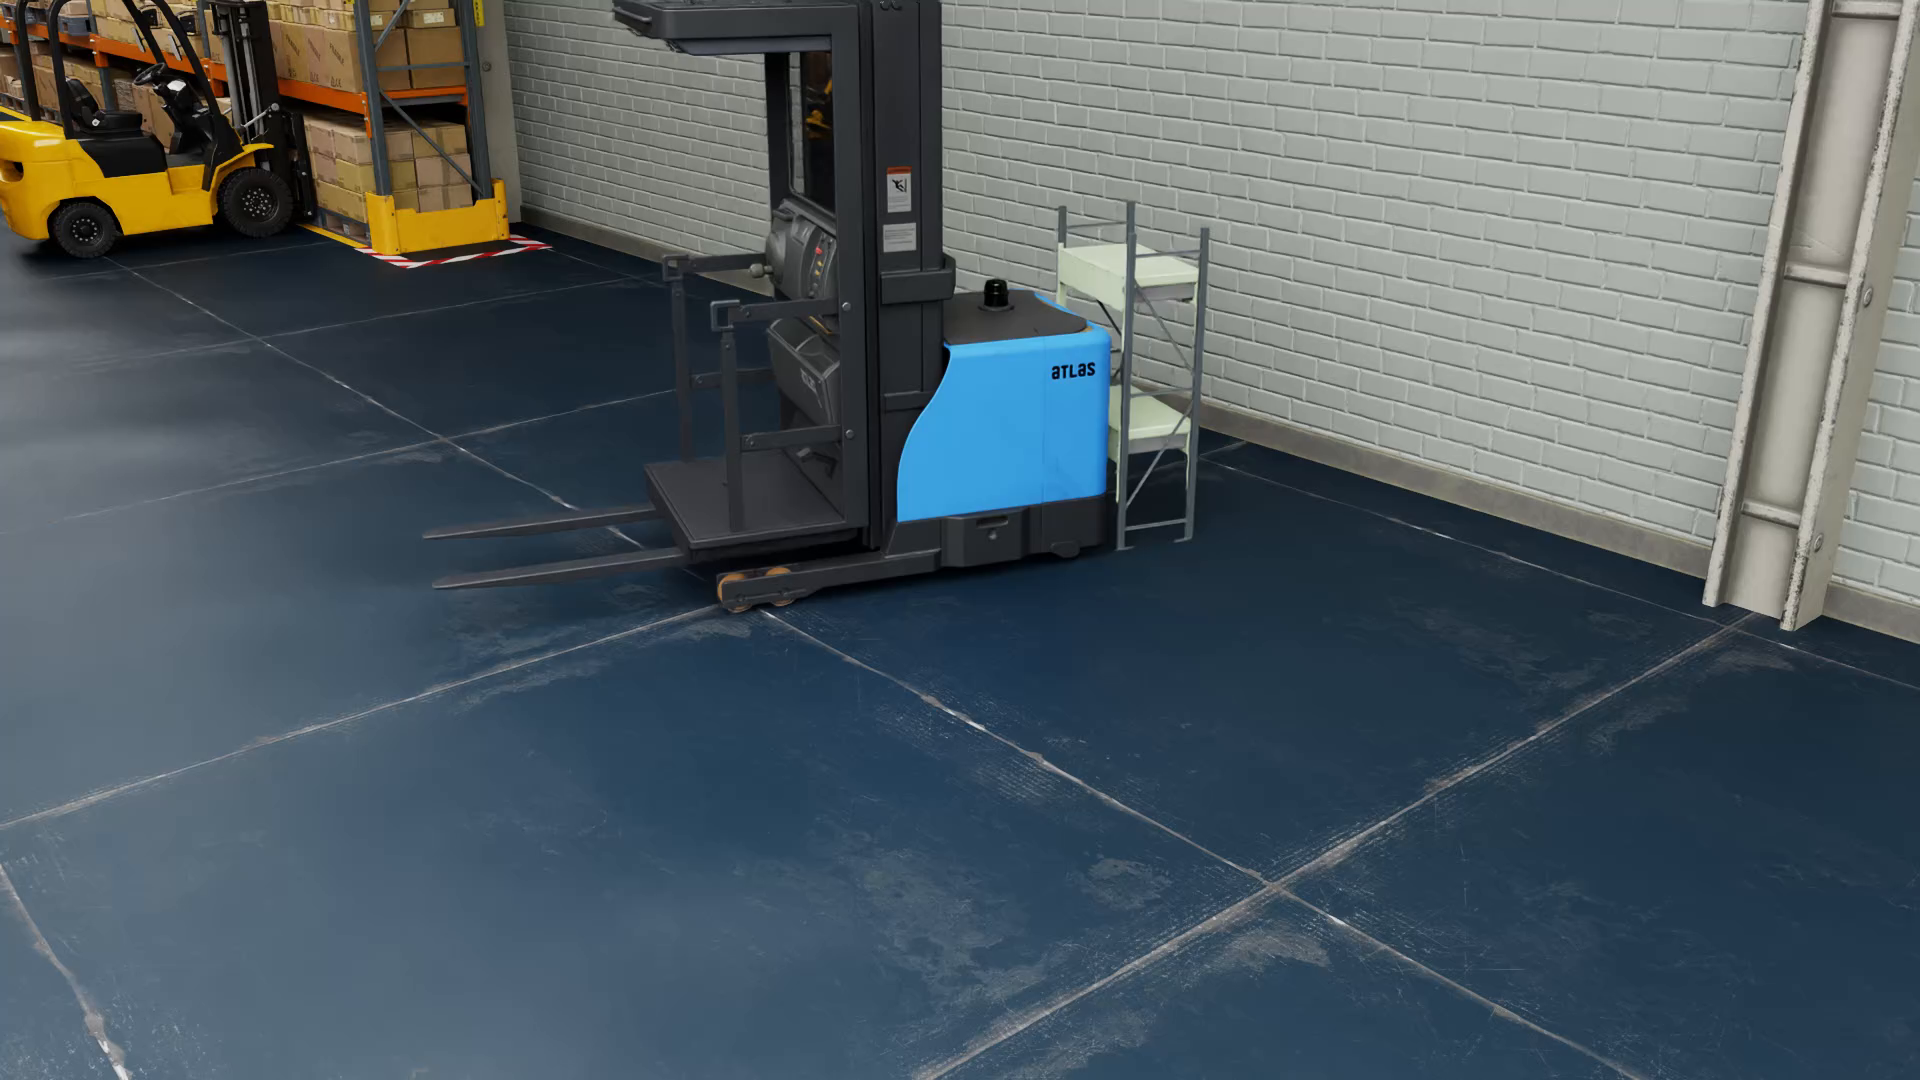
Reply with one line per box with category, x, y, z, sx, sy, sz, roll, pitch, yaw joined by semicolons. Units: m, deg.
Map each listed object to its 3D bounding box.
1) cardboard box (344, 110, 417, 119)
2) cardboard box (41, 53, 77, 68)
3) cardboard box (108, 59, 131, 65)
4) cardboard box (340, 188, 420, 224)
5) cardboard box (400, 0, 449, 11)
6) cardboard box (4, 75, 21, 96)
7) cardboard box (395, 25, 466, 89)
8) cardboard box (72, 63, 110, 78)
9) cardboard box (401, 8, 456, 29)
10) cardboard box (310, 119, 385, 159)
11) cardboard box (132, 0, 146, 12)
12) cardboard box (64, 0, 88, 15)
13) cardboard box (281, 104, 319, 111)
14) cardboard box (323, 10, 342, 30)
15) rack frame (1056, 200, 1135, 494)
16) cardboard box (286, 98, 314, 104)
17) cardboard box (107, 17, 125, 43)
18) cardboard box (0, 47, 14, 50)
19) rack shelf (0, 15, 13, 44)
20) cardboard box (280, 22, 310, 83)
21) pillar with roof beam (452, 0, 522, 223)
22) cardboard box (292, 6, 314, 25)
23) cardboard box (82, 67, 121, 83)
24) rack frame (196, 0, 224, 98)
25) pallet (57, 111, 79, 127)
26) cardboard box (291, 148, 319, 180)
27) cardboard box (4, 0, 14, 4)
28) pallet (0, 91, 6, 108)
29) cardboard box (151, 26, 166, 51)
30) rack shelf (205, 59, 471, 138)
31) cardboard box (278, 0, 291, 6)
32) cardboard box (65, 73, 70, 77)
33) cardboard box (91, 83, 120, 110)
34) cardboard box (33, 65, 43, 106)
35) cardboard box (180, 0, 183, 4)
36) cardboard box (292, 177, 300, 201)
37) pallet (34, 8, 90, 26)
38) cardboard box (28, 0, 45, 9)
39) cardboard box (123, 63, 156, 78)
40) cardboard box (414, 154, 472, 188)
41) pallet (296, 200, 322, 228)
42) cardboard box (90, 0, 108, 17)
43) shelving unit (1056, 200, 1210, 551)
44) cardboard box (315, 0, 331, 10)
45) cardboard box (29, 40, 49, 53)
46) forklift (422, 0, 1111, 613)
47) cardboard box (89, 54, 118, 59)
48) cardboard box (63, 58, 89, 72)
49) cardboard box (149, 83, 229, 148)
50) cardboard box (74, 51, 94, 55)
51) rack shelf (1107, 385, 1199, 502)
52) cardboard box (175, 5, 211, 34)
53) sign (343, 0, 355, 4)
cardboard box;-5.389;-3.847;15.516;0.500;0.250;0.500;-18;27;-38
cardboard box;-11.956;-6.371;22.099;0.380;0.149;0.250;-19;28;-40
cardboard box;-10.782;-6.117;21.451;0.380;0.149;0.250;-17;27;-37
cardboard box;-5.117;-2.980;14.674;0.500;0.250;0.500;-17;27;-37
cardboard box;-4.628;-4.641;14.286;0.380;0.149;0.250;-18;28;-38
cardboard box;-13.223;-6.431;23.463;0.396;0.266;0.258;-16;27;-36
cardboard box;-4.684;-4.260;14.610;0.500;0.500;0.500;-16;27;-36
cardboard box;-10.949;-5.934;20.984;0.380;0.149;0.250;-18;28;-38
cardboard box;-4.596;-4.514;14.370;0.380;0.149;0.250;-18;28;-39
cardboard box;-5.446;-3.584;14.844;0.500;0.250;0.500;-17;27;-36
cardboard box;-8.682;-5.780;18.149;0.500;0.250;0.500;-17;27;-37
cardboard box;-10.513;-6.389;19.953;0.380;0.149;0.250;-17;27;-36
cardboard box;-6.444;-4.010;15.931;0.500;0.250;0.500;-16;27;-36
cardboard box;-5.199;-4.452;14.210;0.380;0.149;0.250;-17;27;-37
rack frame;0.661;-0.924;8.287;0.400;1.500;0.023;-8;23;-20
cardboard box;-6.372;-4.270;16.596;0.500;0.250;0.500;-18;28;-38
cardboard box;-9.364;-5.830;18.961;0.500;0.250;0.500;-18;28;-39
cardboard box;-14.159;-7.026;24.660;0.700;0.500;0.500;-16;27;-35
rack shelf;-13.710;-7.543;24.117;1.077;0.370;4.000;-17;27;-37
cardboard box;-5.758;-4.417;15.012;0.500;0.500;0.500;-18;28;-38
pillar with roof beam;-7.604;-6.186;11.438;9.100;9.000;0.400;-17;27;-37
cardboard box;-5.685;-4.672;14.772;0.380;0.149;0.250;-19;28;-39
cardboard box;-10.509;-5.698;20.382;0.380;0.149;0.250;-19;28;-40
rack frame;-7.182;-5.115;16.932;1.000;3.000;0.127;-17;27;-37
pallet;-11.044;-5.474;21.672;1.003;0.211;1.213;-17;27;-37
cardboard box;-5.798;-3.497;15.309;0.500;0.250;0.500;-18;28;-39
cardboard box;-12.258;-7.381;22.003;0.700;0.500;0.500;-17;27;-36
pallet;-13.652;-6.554;24.429;1.003;0.211;1.213;-17;27;-37
cardboard box;-8.343;-5.405;17.876;0.500;0.250;0.500;-17;27;-37
rack shelf;-5.877;-4.228;15.652;1.077;0.370;4.000;-17;27;-37
cardboard box;-5.874;-4.875;14.883;0.380;0.149;0.250;-17;27;-36
cardboard box;-11.247;-5.742;21.382;0.500;0.500;0.500;-19;28;-39
cardboard box;-10.232;-5.318;20.300;0.500;0.500;0.500;-16;27;-36
cardboard box;-12.259;-6.170;22.476;0.500;0.500;0.500;-16;26;-35
cardboard box;-7.875;-5.653;17.277;0.380;0.149;0.250;-17;27;-37
cardboard box;-6.110;-3.398;15.742;0.500;0.250;0.500;-16;27;-36
pallet;-11.066;-6.667;21.157;1.003;0.211;1.213;-17;27;-37
cardboard box;-11.407;-7.021;21.084;0.700;0.500;0.500;-18;27;-38
cardboard box;-10.274;-5.902;20.902;0.380;0.149;0.250;-17;27;-37
cardboard box;-4.721;-3.338;14.902;0.500;0.250;0.500;-17;27;-36
pallet;-5.894;-3.250;15.993;1.003;0.211;1.213;-17;27;-37
cardboard box;-9.707;-6.197;19.213;0.500;0.250;0.500;-17;27;-37
shelving unit;0.794;-0.800;7.969;0.431;1.500;0.755;-8;23;-20
cardboard box;-5.340;-4.673;14.367;0.380;0.149;0.250;-17;27;-36
cardboard box;-12.326;-6.650;22.404;0.380;0.149;0.250;-18;28;-38
forklift;-0.877;-1.269;7.206;3.031;2.935;1.130;-8;23;-19
cardboard box;-11.278;-6.336;22.011;0.380;0.149;0.250;-17;27;-36
cardboard box;-11.472;-6.151;21.538;0.380;0.149;0.250;-16;27;-36
cardboard box;-8.524;-4.770;18.730;0.875;0.625;0.625;-19;28;-40
cardboard box;-11.770;-6.555;22.569;0.380;0.149;0.250;-17;27;-37
rack shelf;0.794;-0.496;8.088;0.431;0.370;0.720;-8;23;-20
cardboard box;-7.696;-5.353;17.059;0.500;0.250;0.500;-18;28;-39
sign;-4.991;-4.534;13.536;0.100;0.325;0.005;-17;27;-37
